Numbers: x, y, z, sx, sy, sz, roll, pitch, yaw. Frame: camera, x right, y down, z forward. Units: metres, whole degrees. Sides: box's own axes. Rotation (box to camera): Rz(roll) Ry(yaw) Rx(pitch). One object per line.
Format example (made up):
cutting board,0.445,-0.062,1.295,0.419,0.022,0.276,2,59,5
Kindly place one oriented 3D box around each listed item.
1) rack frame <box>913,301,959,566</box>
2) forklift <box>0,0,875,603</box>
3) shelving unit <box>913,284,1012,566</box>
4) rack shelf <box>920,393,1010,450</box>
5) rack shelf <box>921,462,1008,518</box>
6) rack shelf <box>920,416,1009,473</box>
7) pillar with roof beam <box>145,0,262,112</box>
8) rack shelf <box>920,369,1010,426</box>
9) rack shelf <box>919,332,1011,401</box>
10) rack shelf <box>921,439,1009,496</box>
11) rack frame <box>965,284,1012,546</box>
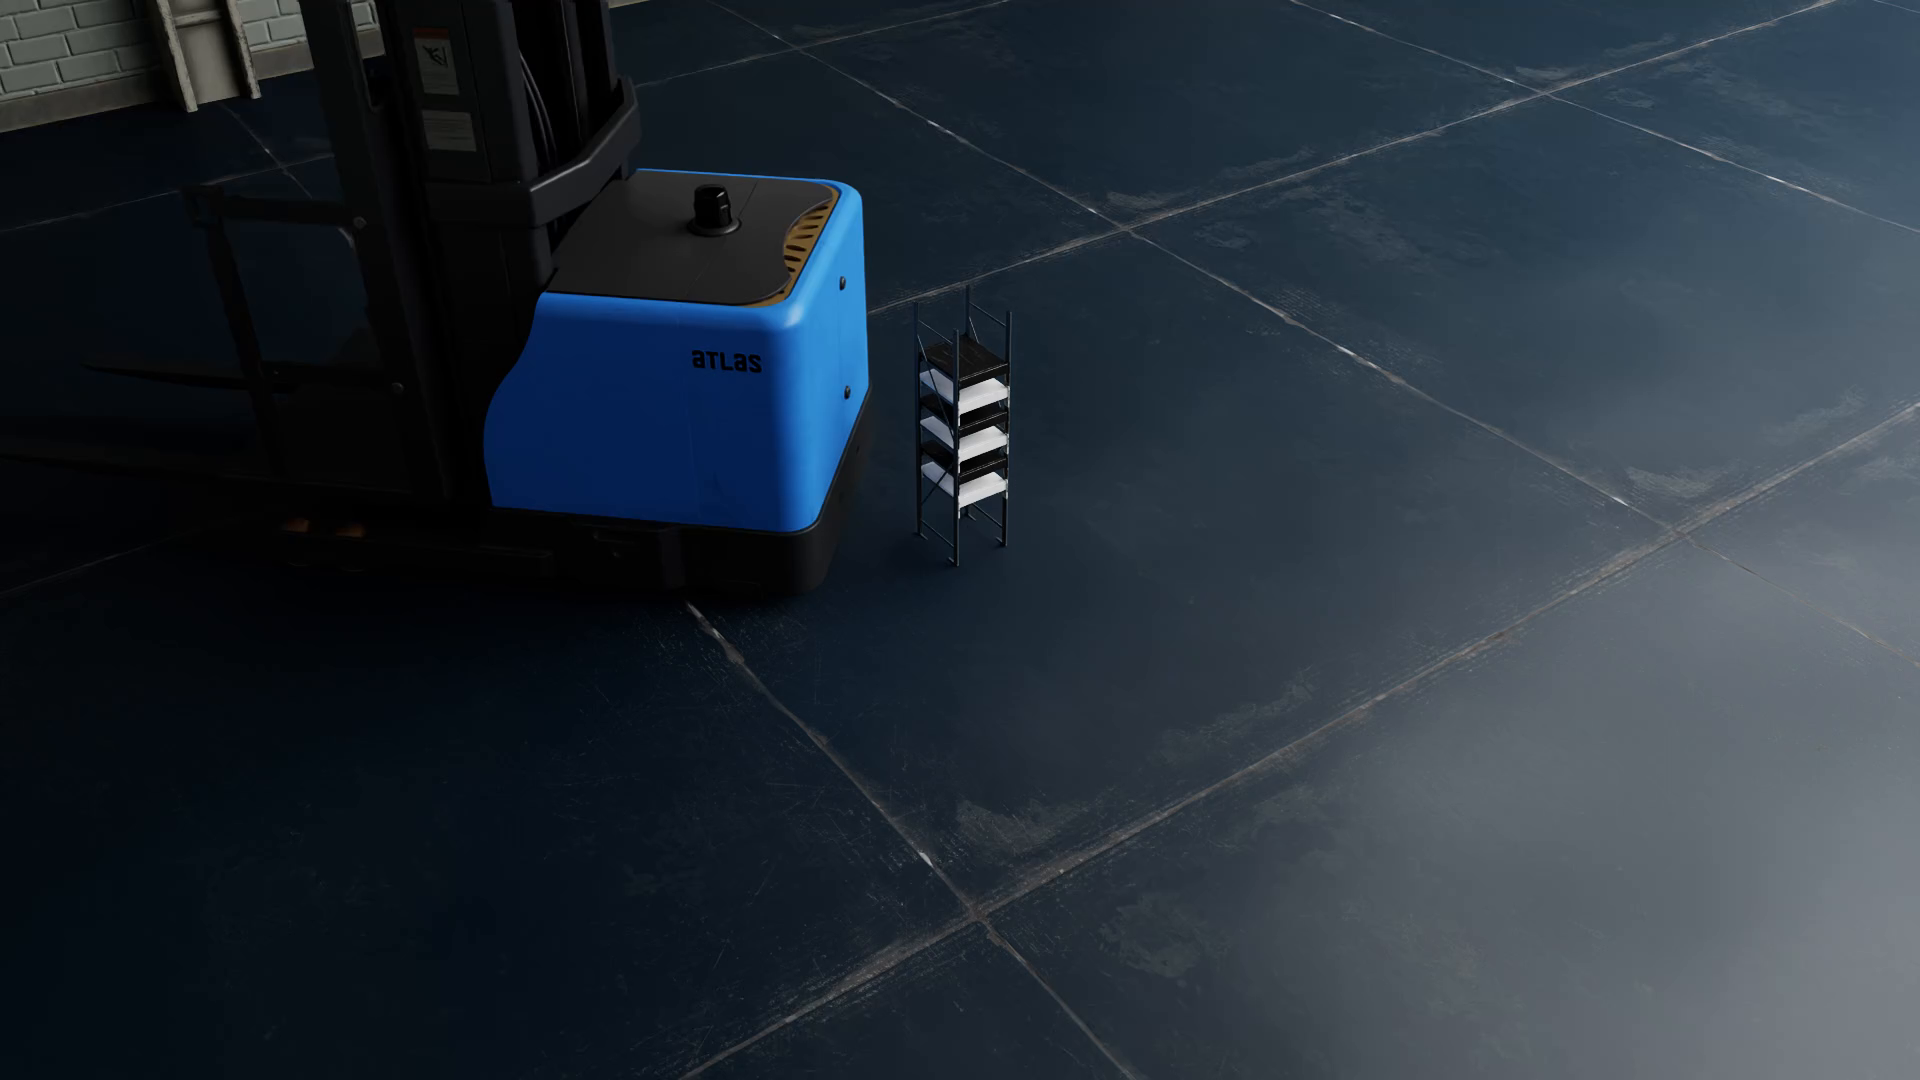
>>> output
rack frame,-0.076,-0.334,5.444,0.006,0.900,0.240,-22,41,-28
forklift,-1.877,-1.381,5.159,3.031,2.935,1.130,5,36,7
shelving unit,0.007,-0.368,5.491,0.210,0.900,0.258,-22,41,-28
rack shelf,0.007,-0.414,5.458,0.200,0.077,0.258,-22,41,-28
rack shelf,0.007,-0.195,5.616,0.200,0.077,0.258,-22,41,-28
rack shelf,0.007,-0.341,5.511,0.200,0.077,0.258,-22,41,-28
pillar with roof beam,-1.606,-4.039,3.658,0.400,9.000,9.100,-22,41,-28
rack shelf,0.007,-0.487,5.405,0.200,0.077,0.258,-22,41,-28
rack shelf,0.007,-0.560,5.353,0.200,0.077,0.258,-22,41,-28
rack shelf,0.007,-0.268,5.563,0.200,0.077,0.258,-22,41,-28
rack frame,0.090,-0.402,5.539,0.006,0.900,0.240,-22,41,-28
